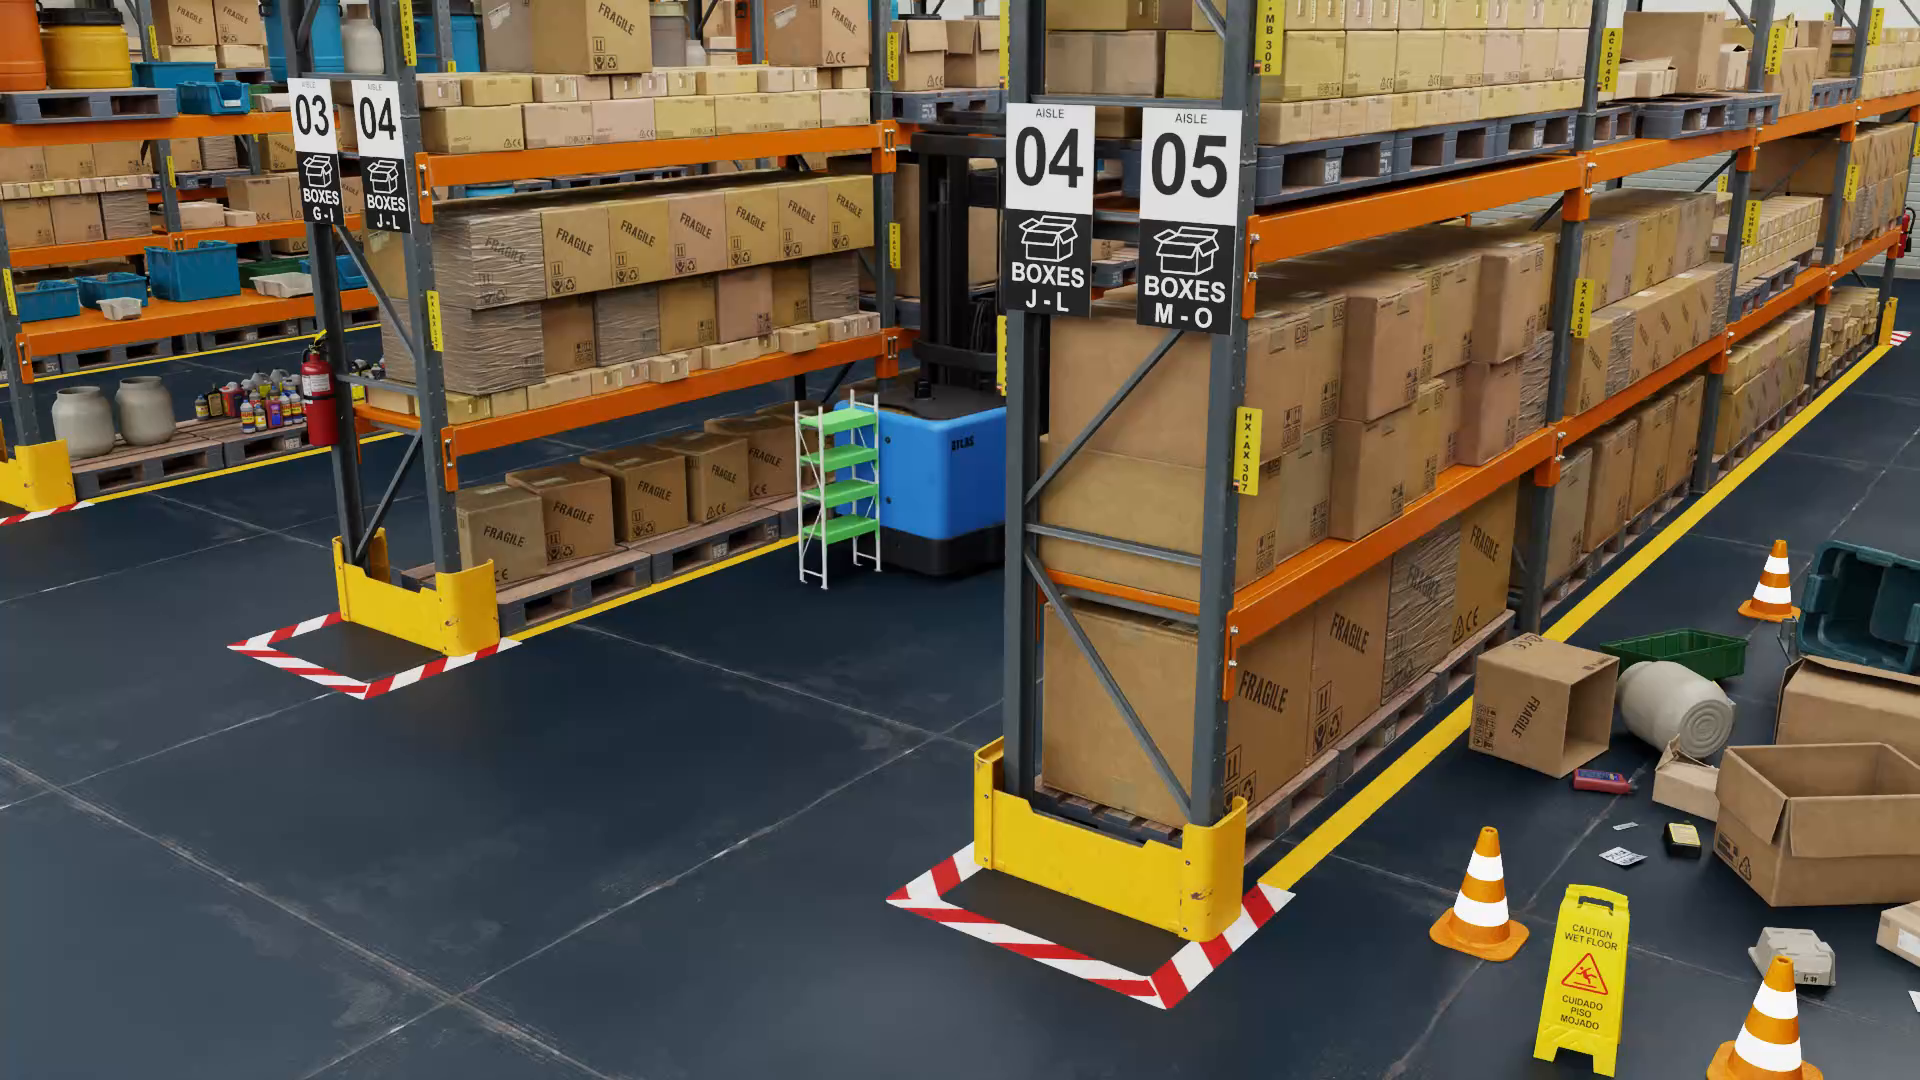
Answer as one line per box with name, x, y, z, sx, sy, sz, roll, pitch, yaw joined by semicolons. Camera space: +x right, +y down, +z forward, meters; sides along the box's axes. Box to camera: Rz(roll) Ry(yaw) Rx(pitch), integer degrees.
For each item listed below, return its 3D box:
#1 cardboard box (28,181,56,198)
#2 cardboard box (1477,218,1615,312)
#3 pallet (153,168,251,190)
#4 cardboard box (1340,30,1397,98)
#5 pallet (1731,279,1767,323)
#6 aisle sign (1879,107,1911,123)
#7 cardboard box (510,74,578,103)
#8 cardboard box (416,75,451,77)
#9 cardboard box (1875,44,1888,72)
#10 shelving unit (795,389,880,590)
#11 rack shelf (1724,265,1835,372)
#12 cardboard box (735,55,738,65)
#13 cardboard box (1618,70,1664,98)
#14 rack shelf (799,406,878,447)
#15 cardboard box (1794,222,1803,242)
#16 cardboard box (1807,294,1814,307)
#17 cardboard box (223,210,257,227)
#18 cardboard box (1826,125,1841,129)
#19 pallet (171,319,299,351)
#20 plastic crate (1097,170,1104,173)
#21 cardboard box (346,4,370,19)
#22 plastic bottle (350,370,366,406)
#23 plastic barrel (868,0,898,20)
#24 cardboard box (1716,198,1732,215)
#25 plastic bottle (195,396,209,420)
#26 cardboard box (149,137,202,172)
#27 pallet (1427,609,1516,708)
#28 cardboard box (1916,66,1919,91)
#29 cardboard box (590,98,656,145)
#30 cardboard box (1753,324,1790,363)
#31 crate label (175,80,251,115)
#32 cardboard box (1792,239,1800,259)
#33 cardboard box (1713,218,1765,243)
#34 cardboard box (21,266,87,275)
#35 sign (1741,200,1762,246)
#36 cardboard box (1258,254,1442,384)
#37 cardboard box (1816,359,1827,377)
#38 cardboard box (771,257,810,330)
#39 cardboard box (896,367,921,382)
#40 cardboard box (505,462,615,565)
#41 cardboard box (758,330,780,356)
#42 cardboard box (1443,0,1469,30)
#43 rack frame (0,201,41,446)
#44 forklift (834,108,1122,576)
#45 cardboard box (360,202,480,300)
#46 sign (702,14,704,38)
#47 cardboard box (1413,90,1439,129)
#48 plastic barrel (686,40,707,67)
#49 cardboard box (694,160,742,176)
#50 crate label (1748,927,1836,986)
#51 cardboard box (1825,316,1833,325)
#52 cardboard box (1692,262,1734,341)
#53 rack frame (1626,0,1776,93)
cardboard box;-9.470;-3.594;16.998;0.380;0.149;0.250;12;21;34
cardboard box;3.600;-1.697;10.296;0.700;0.500;0.500;12;21;34
pallet;-10.809;-5.129;23.524;1.213;0.211;1.003;12;21;35
cardboard box;1.416;-1.919;6.682;0.500;0.250;0.500;12;21;34
pallet;5.727;-1.979;13.383;1.213;0.211;1.003;12;21;35
aisle sign;10.439;-4.994;18.383;0.394;0.787;0.004;12;21;35
cardboard box;-2.449;-2.632;9.685;0.380;0.149;0.250;13;22;37
cardboard box;-3.138;-2.591;9.553;0.380;0.149;0.250;12;21;33
cardboard box;8.551;-4.625;15.931;0.500;0.250;0.500;12;21;34
shelving unit;-0.787;-0.332;10.790;0.258;1.200;0.503;15;23;40
rack shelf;6.579;-2.015;14.388;1.077;0.370;4.000;12;21;35
cardboard box;-3.316;-7.038;24.546;0.500;0.250;0.500;12;21;35
cardboard box;4.048;-2.778;10.122;0.380;0.149;0.250;12;21;35
rack shelf;-0.787;-0.729;10.667;0.258;0.148;0.480;15;23;40
cardboard box;7.227;-2.741;14.725;0.380;0.149;0.250;12;21;33
cardboard box;9.167;-2.648;18.310;0.380;0.149;0.250;11;20;32
cardboard box;-8.180;-3.637;18.820;0.380;0.149;0.250;12;21;35
cardboard box;9.050;-4.154;17.706;0.500;0.500;0.500;12;21;33
pallet;-8.465;-2.432;19.220;1.003;0.211;1.213;12;21;35
plastic crate;1.913;-5.240;23.903;0.396;0.136;0.243;12;21;35
cardboard box;-9.033;-8.089;25.503;0.500;0.250;0.500;12;21;33
plastic bottle;-5.356;-1.324;14.673;0.144;0.351;0.185;12;21;34
plastic barrel;-1.024;-6.050;19.556;0.600;0.901;0.708;12;21;35
cardboard box;6.851;-3.059;15.249;0.380;0.149;0.250;13;21;35
plastic bottle;-6.538;-1.141;14.338;0.097;0.201;0.097;0;17;0
cardboard box;-11.053;-5.415;23.213;0.700;0.500;0.500;10;20;30
pallet;2.489;0.569;9.554;1.003;0.211;1.213;12;21;35
cardboard box;10.096;-4.994;17.961;0.500;0.250;0.500;12;21;34
cardboard box;-2.207;-2.549;10.088;0.500;0.250;0.500;12;21;34
cardboard box;6.910;-1.729;14.497;0.500;0.250;0.500;11;21;32
crate label;-5.899;-3.502;13.155;0.502;0.251;0.408;12;21;35
cardboard box;7.239;-2.605;14.791;0.380;0.149;0.250;11;20;32
cardboard box;6.285;-2.508;13.475;0.380;0.149;0.250;11;21;32
cardboard box;-9.692;-2.652;17.888;0.500;0.500;0.500;12;21;35
sign;5.836;-2.338;12.262;0.100;0.325;0.005;12;21;35
cardboard box;1.781;-1.052;7.999;0.875;0.550;0.500;12;21;35
cardboard box;8.246;-1.704;16.272;0.380;0.149;0.250;11;21;32
cardboard box;-1.563;-1.811;11.847;0.875;0.500;0.500;12;21;35
cardboard box;-0.236;-1.099;13.699;0.700;0.500;0.500;12;21;34
cardboard box;-2.588;-0.178;10.767;0.500;0.500;0.500;-13;22;-36
cardboard box;-1.479;-1.385;11.569;0.380;0.149;0.250;12;21;35
cardboard box;1.986;-2.305;7.254;0.380;0.149;0.250;13;21;35
rack frame;-7.280;-1.753;12.330;1.000;3.000;0.127;12;21;35
forklift;0.502;-1.525;11.712;1.130;2.935;3.031;15;23;40
cardboard box;-3.173;-1.719;9.867;0.500;0.500;0.500;12;21;35
sign;-3.658;-7.257;23.462;0.100;0.325;0.005;12;21;35
cardboard box;1.835;-1.863;7.175;0.380;0.149;0.250;12;21;34
plastic barrel;-2.944;-5.124;17.940;0.421;0.512;0.421;0;17;0
cardboard box;-3.583;-5.608;24.576;0.500;0.500;0.500;13;22;36
crate label;3.202;1.597;6.370;0.250;0.136;0.298;2;17;6
cardboard box;8.603;-2.194;16.847;0.380;0.149;0.250;12;21;33
cardboard box;5.335;-1.775;12.234;0.500;0.500;0.500;12;21;35
rack frame;5.388;-4.747;11.858;1.000;3.000;0.127;12;21;35
